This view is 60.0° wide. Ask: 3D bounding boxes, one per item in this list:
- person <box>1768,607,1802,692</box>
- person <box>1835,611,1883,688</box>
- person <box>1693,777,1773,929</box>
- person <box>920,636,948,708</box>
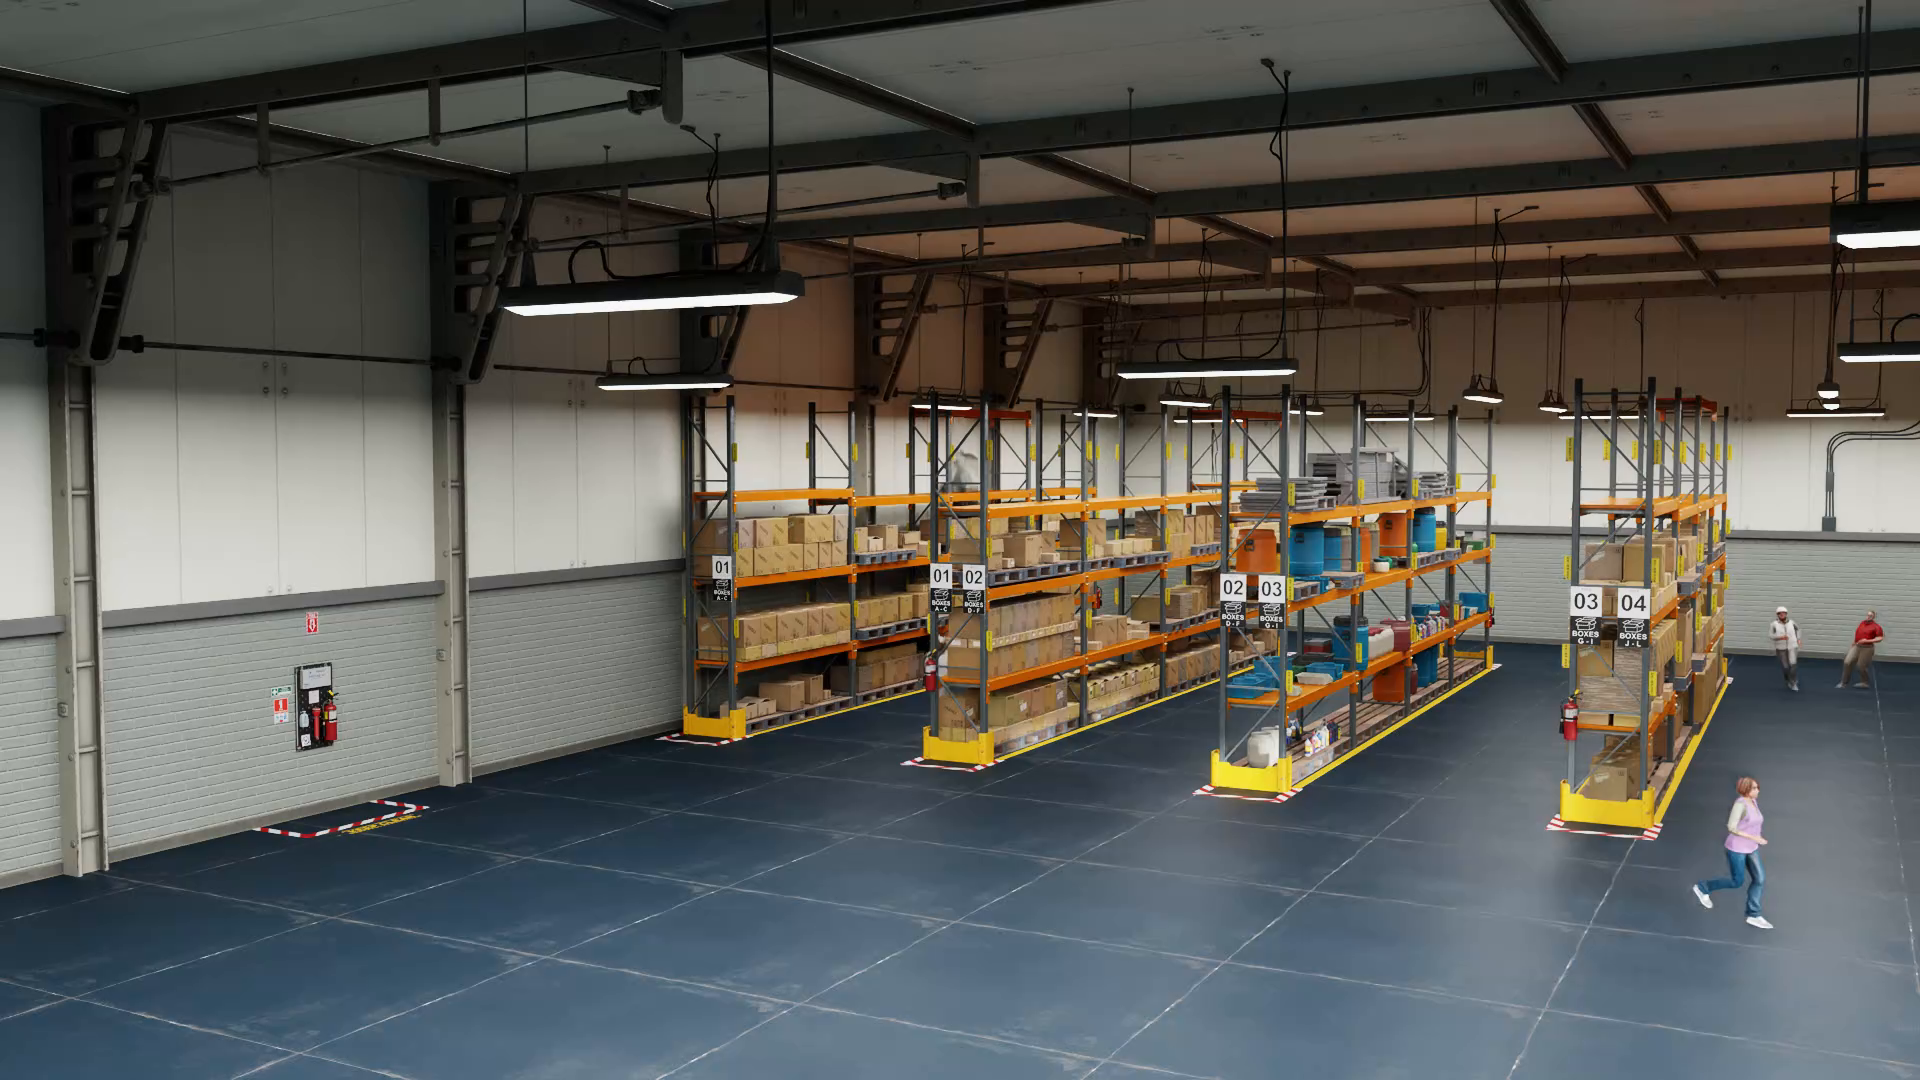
[{"bbox_3d":[17.362,2.279,35.016,0.651,1.751,0.767,1,3,23],"label":"person"},{"bbox_3d":[19.044,2.340,35.093,0.684,1.723,0.798,-1,3,-19],"label":"person"},{"bbox_3d":[8.247,3.282,17.671,0.525,1.582,0.817,-2,4,-39],"label":"person"},{"bbox_3d":[-0.360,2.577,29.492,0.702,1.757,0.894,1,3,22],"label":"person"}]
